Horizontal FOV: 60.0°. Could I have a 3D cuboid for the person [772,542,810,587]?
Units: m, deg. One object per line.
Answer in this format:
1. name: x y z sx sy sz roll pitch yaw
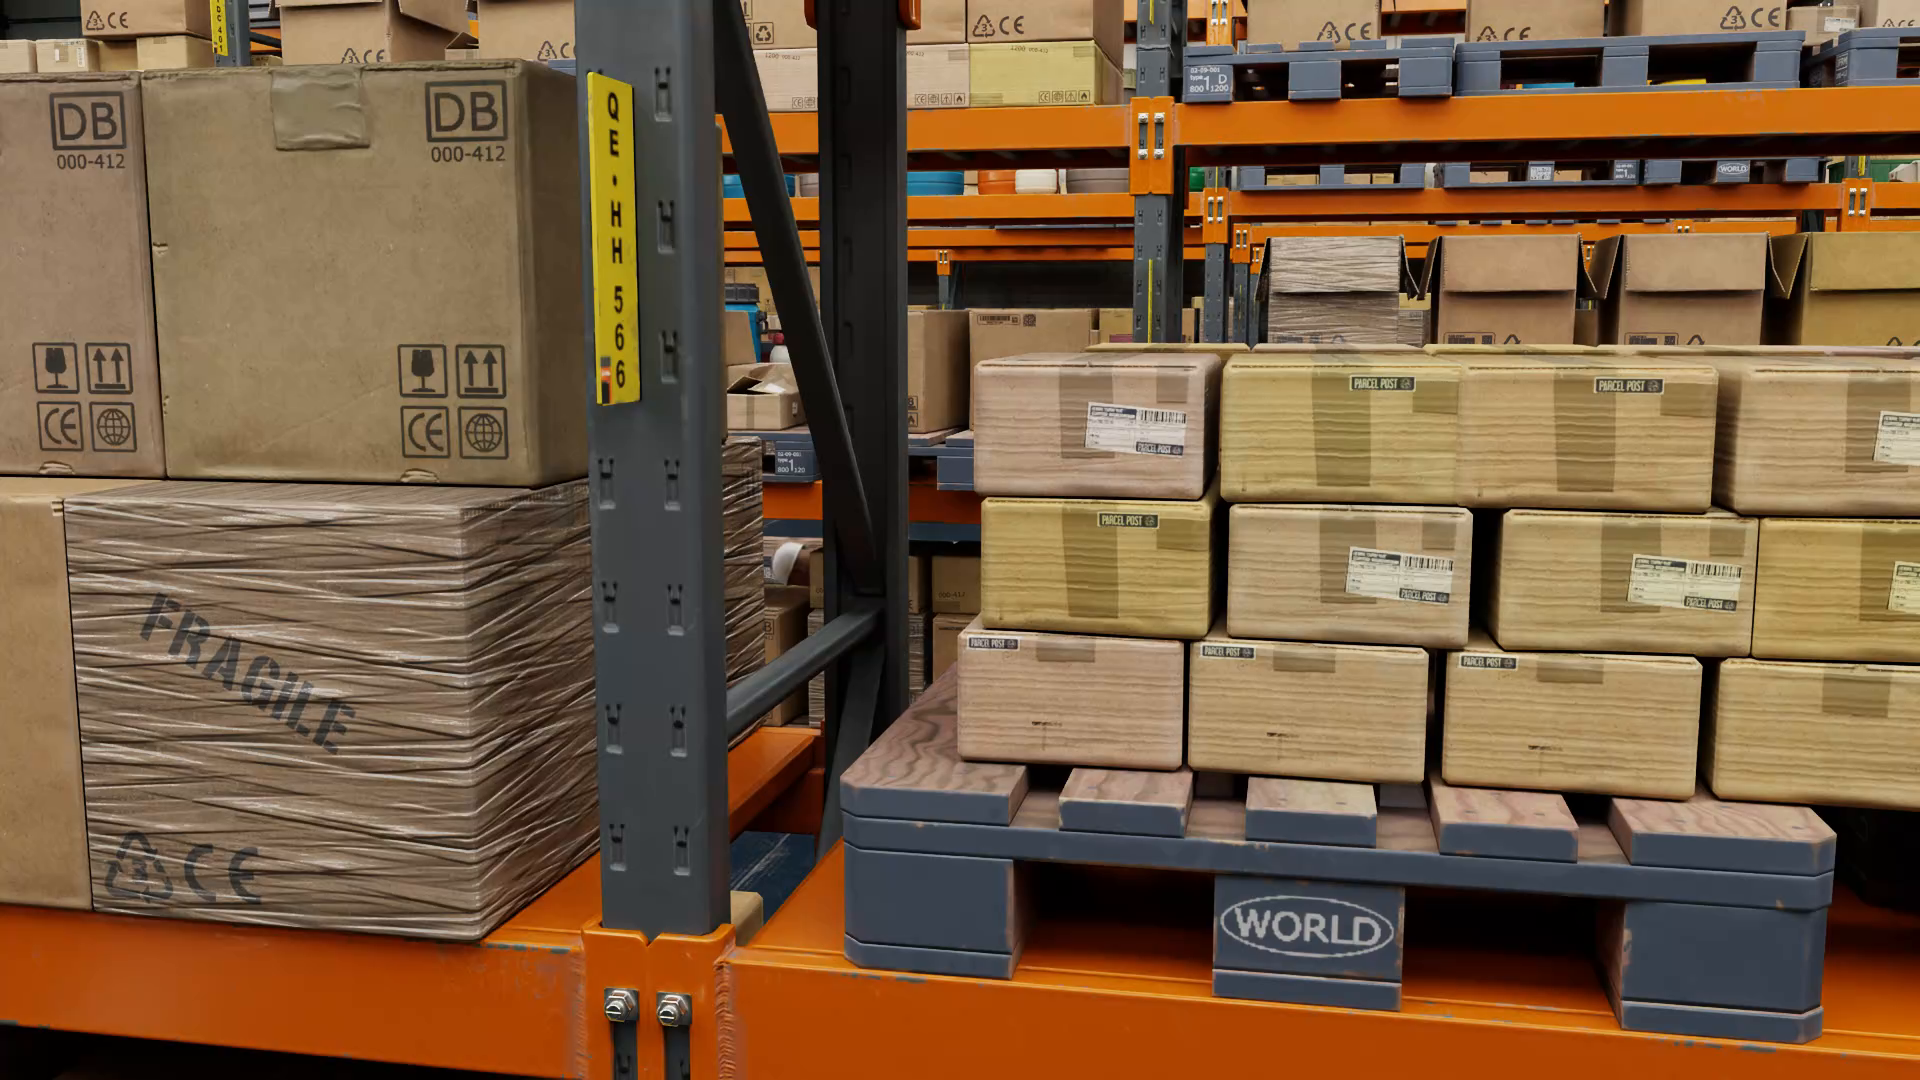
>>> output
1. person: -0.520 0.415 8.860 0.970 0.808 0.526 1 8 10
